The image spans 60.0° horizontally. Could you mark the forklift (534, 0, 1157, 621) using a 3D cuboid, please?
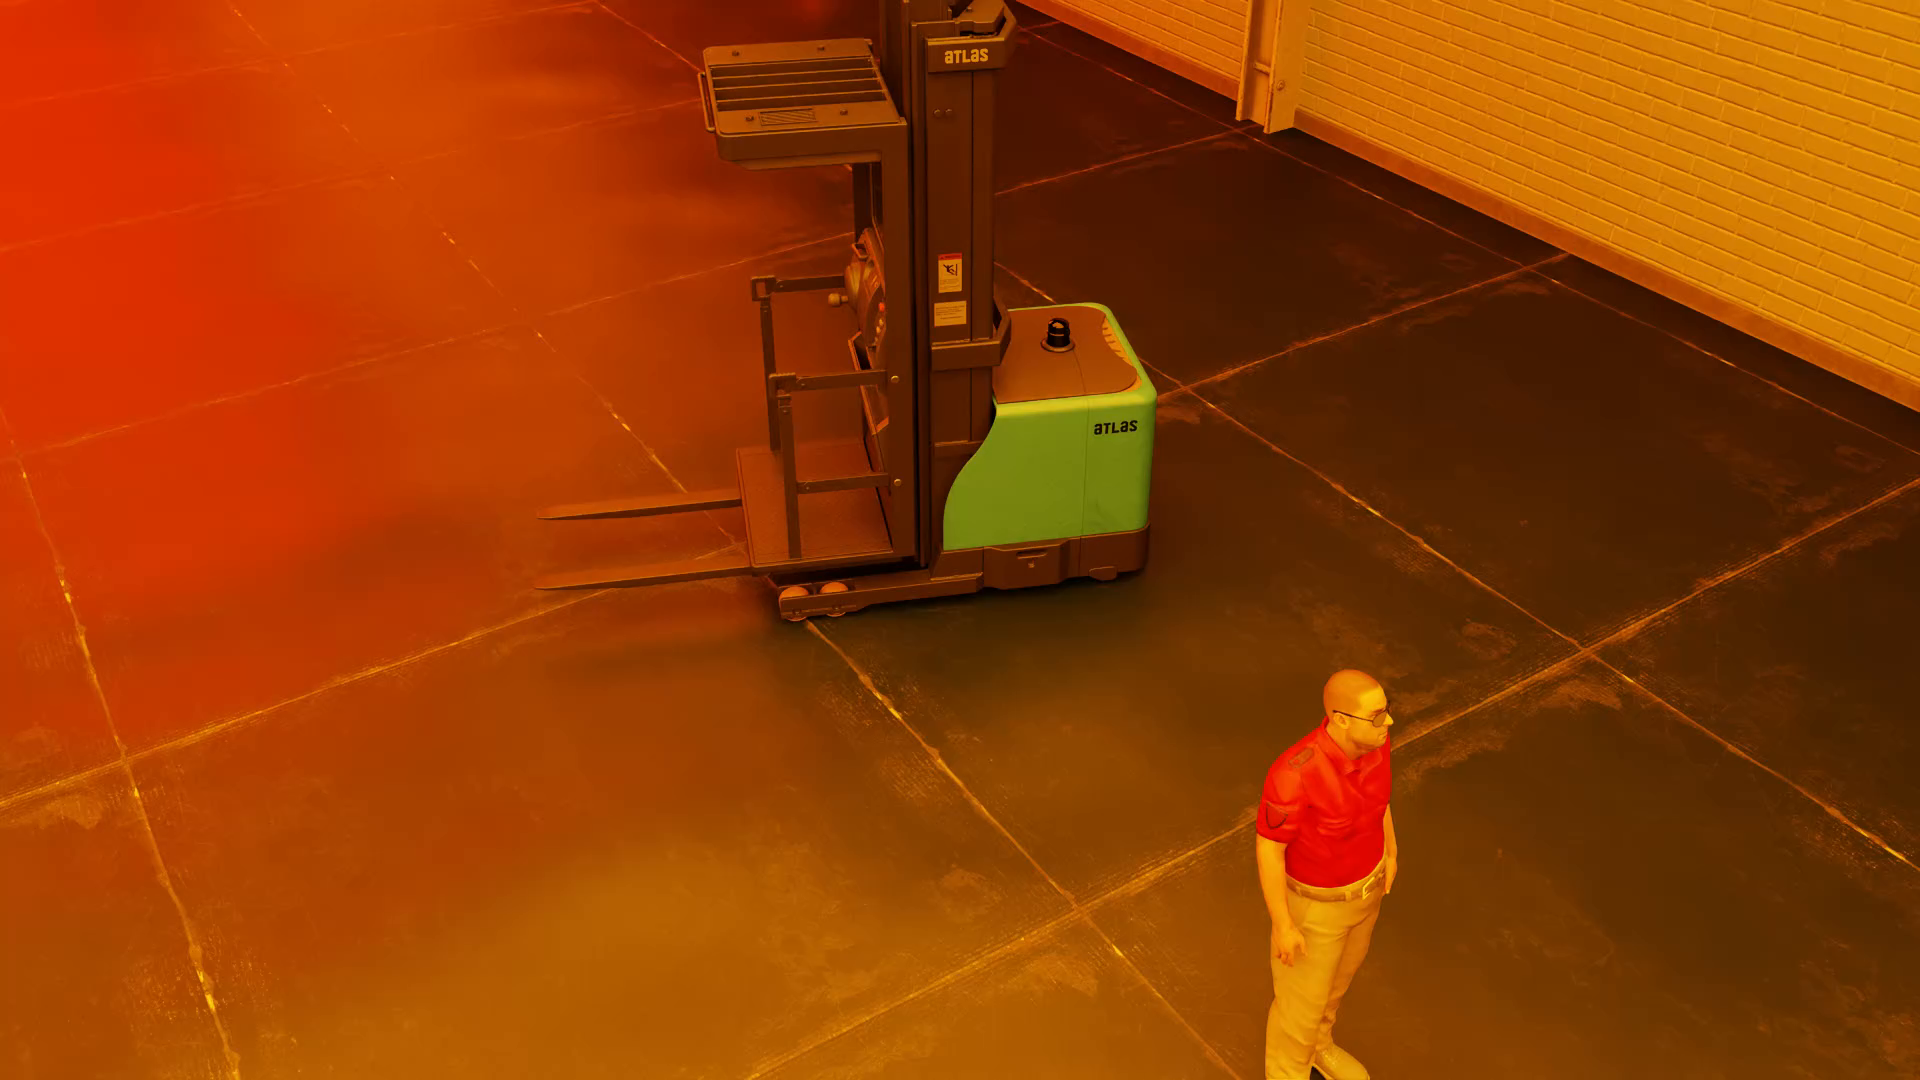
[{"bbox_3d":[-0.618,-1.133,7.761,3.031,2.935,1.130,-6,36,-9],"label":"forklift"}]

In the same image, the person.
[{"bbox_3d":[1.278,1.205,5.465,0.641,1.727,0.551,-27,43,-33],"label":"person"}]
